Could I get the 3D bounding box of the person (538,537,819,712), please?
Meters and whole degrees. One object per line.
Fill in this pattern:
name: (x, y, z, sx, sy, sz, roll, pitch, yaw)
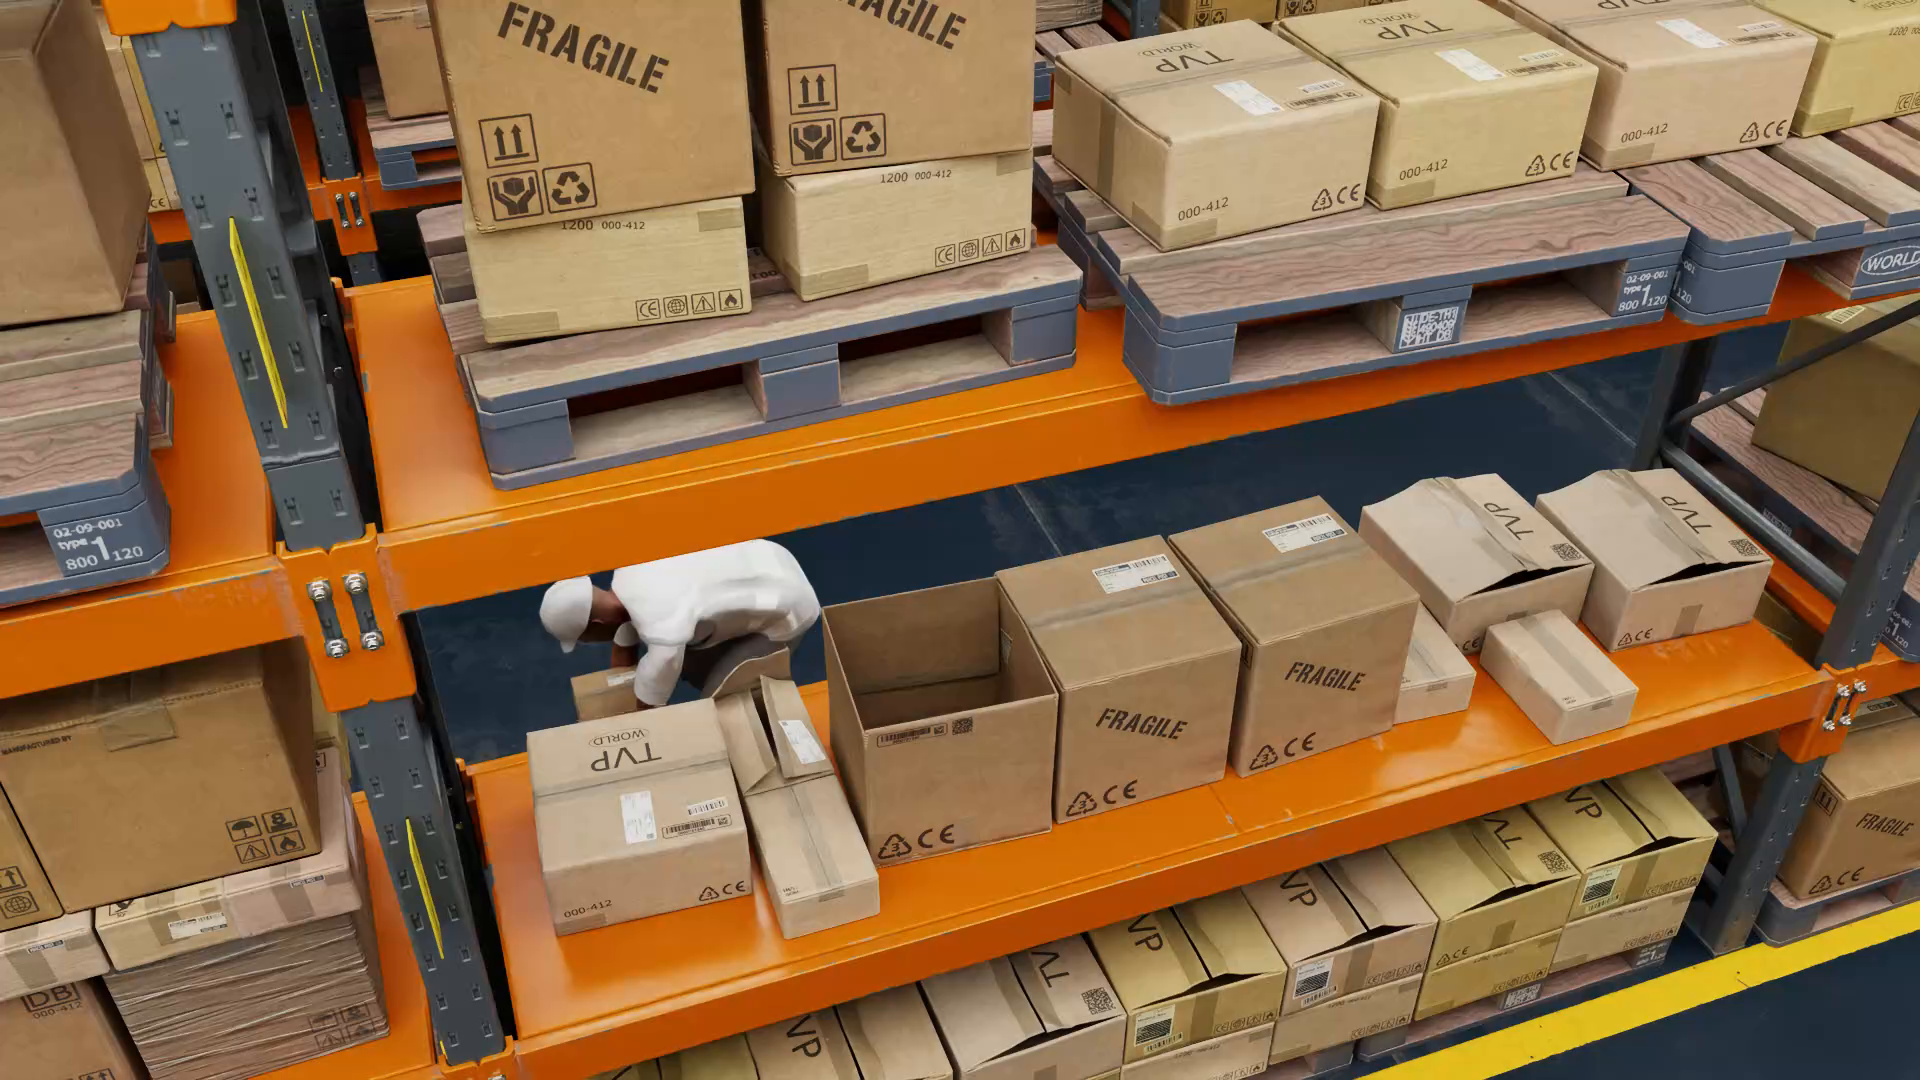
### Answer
person: (-0.986, 0.473, 6.060, 0.965, 1.102, 0.507, -14, 40, -18)
